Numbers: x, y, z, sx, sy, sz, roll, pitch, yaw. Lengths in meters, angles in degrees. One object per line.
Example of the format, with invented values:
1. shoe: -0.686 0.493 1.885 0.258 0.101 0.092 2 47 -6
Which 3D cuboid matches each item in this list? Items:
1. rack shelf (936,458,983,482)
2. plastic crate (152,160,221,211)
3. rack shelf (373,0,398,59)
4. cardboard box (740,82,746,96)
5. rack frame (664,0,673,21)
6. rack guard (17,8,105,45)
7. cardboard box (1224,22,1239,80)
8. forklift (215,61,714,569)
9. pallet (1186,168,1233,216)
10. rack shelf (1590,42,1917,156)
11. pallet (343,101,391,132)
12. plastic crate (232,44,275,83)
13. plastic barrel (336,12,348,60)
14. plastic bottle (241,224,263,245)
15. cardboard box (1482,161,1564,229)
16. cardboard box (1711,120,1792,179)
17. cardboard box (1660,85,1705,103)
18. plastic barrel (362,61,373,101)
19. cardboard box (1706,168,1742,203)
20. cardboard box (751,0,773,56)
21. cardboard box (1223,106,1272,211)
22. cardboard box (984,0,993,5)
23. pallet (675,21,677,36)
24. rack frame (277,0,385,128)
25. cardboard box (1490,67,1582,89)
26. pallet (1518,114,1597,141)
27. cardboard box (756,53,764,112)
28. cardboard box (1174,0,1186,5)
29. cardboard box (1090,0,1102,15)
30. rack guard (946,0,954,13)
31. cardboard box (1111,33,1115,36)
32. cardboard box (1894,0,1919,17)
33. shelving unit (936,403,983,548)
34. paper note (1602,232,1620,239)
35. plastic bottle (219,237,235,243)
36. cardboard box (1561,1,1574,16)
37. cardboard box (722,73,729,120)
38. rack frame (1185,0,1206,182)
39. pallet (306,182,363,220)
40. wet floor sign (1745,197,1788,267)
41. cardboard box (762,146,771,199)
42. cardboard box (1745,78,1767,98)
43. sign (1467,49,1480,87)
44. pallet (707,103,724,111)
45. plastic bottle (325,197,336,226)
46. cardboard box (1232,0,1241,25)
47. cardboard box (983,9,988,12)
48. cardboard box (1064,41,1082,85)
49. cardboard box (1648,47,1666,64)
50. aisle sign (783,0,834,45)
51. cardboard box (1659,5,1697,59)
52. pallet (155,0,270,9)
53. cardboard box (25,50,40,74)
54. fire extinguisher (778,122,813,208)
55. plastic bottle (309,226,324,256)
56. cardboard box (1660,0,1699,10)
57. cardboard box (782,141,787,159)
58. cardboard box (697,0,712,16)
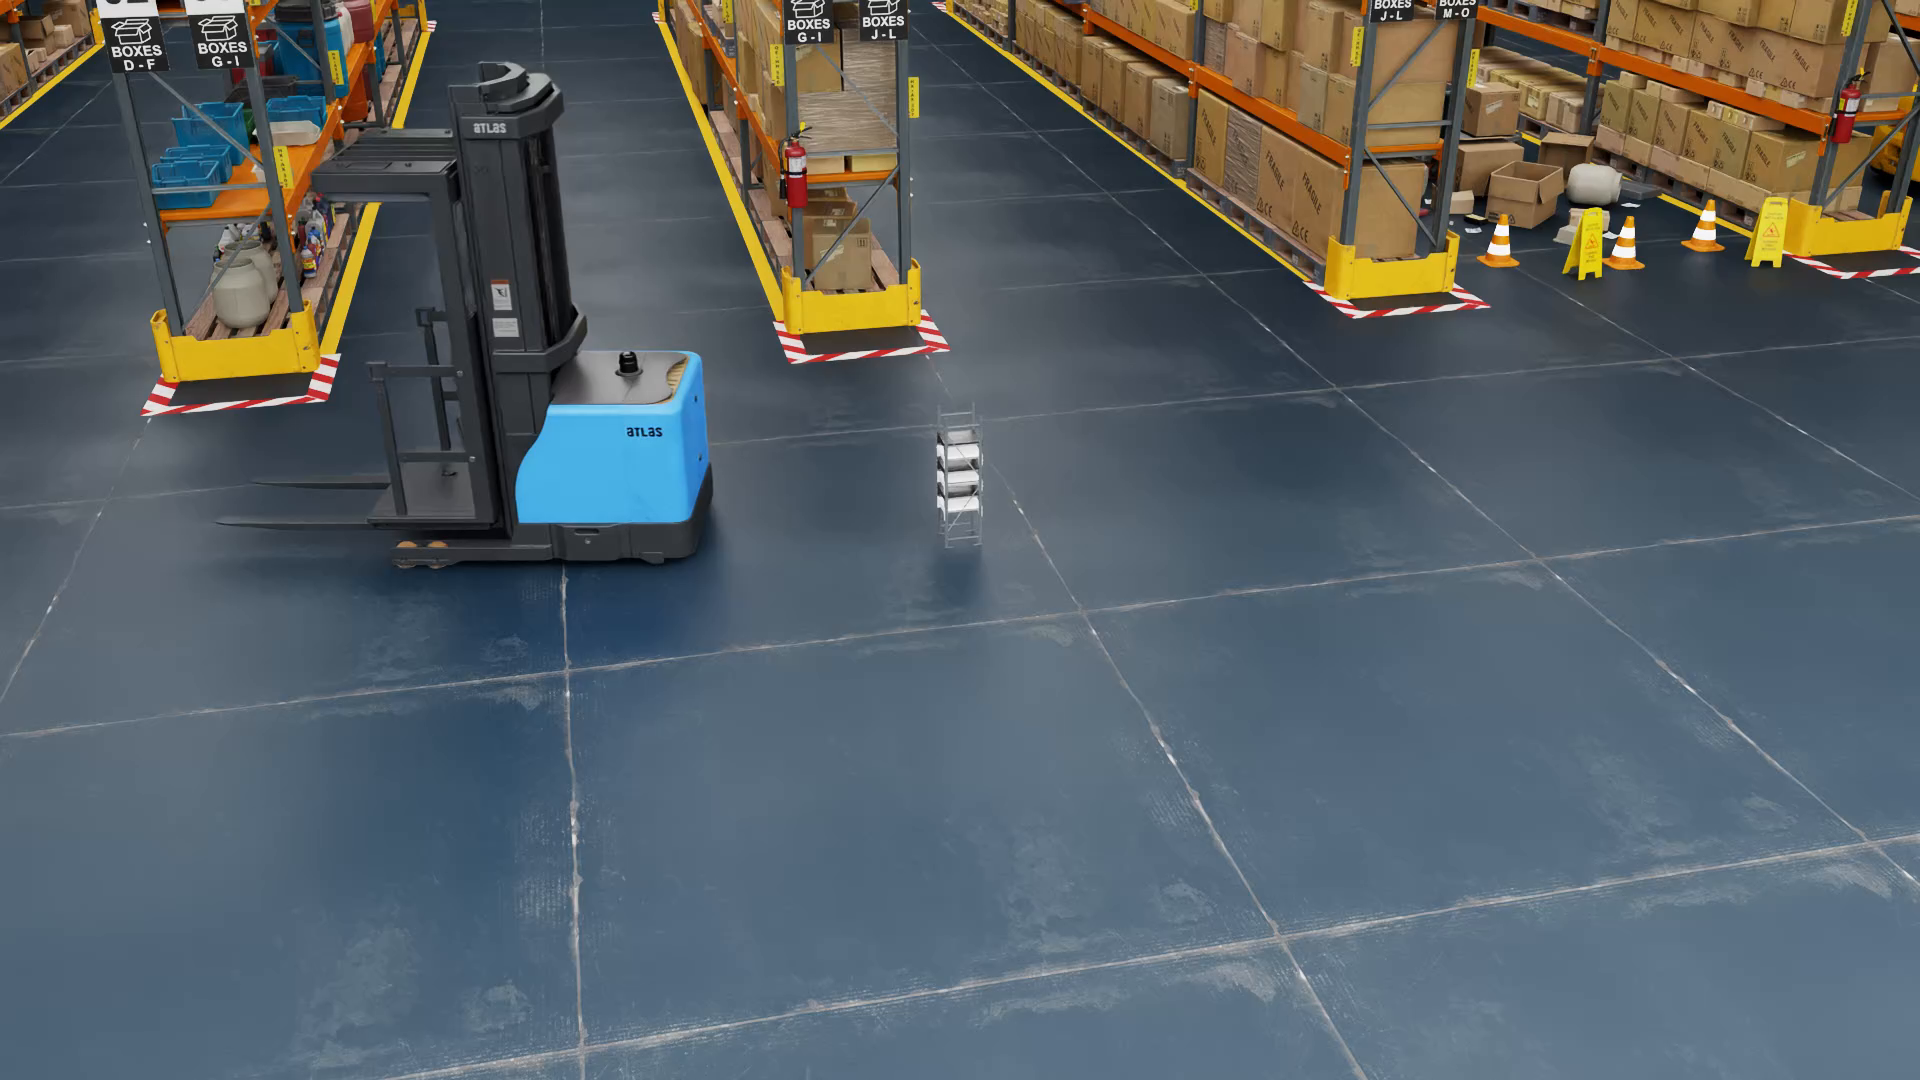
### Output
1. rack shelf: -0.002 -0.456 10.529 0.258 0.077 0.200 -6 27 -12
2. plastic crate: -6.148 -2.814 13.161 0.499 0.251 0.616 -6 27 -12
3. rack shelf: -7.997 -6.760 21.612 1.077 0.370 4.000 -6 27 -12
4. cardboard box: -2.020 -4.602 16.817 0.380 0.149 0.250 -6 27 -12
5. rack frame: -4.524 -10.218 27.665 1.000 3.000 0.127 -6 27 -12
6. rack guard: -14.159 -8.064 26.172 1.175 0.500 0.348 -6 27 -12
7. cardboard box: 3.277 -5.076 17.311 0.875 0.550 0.550 -6 27 -12
8. forklift: -3.178 -1.368 10.208 3.031 2.935 1.130 0 27 0
9. pallet: 3.131 -3.822 18.089 1.003 0.211 1.213 -6 27 -12
10. rack shelf: 8.286 -4.757 17.644 1.077 0.370 4.000 -6 27 -12
11. pallet: -7.765 -5.300 21.016 1.003 0.211 1.213 -6 27 -12
12. plastic crate: -7.052 -4.657 16.576 0.402 0.464 0.583 -6 27 -12
13. plastic barrel: -6.910 -5.462 18.091 0.433 0.535 0.433 0 27 0
14. plastic bottle: -6.590 -2.787 15.478 0.152 0.276 0.135 -6 27 -12
15. cardboard box: 5.875 -3.600 17.323 0.637 0.503 0.797 19 32 32
16. cardboard box: 8.182 -4.049 17.196 0.500 0.500 0.500 -5 27 -10
17. cardboard box: 7.856 -4.850 18.063 0.380 0.149 0.250 -4 27 -9
18. plastic barrel: -7.928 -6.022 21.563 0.600 0.588 0.708 -6 27 -12
19. cardboard box: 8.184 -3.716 17.368 0.500 0.250 0.500 -6 27 -11
20. cardboard box: -1.616 -4.693 15.168 0.500 0.500 0.500 -6 27 -12
21. cardboard box: 3.316 -3.969 17.177 0.875 0.875 0.875 -6 27 -11
22. cardboard box: 0.606 -8.679 26.654 0.380 0.149 0.250 -7 28 -14
23. pallet: -3.996 -8.095 26.554 1.003 0.211 1.213 -6 27 -12
24. rack frame: -7.546 -6.203 19.710 1.000 3.000 0.127 -6 27 -12
25. cardboard box: 7.391 -5.821 21.403 0.950 0.372 0.625 -5 27 -10
26. pallet: 7.659 -5.053 20.526 1.003 0.211 1.213 -6 27 -12
27. cardboard box: -1.417 -4.267 15.434 0.875 0.500 0.500 -6 27 -12
28. cardboard box: 2.800 -6.343 18.767 0.700 0.500 0.500 -6 27 -12
29. cardboard box: 1.972 -6.985 21.149 0.500 0.500 0.500 -6 27 -11
30. rack guard: 0.349 -9.528 29.072 1.175 0.500 0.348 -6 27 -12
31. cardboard box: 2.215 -6.899 22.565 0.500 0.250 0.500 -7 28 -14
32. cardboard box: 12.184 -6.810 21.079 0.500 0.250 0.500 -6 27 -12
33. shelving unit: -0.002 -0.405 10.554 0.258 0.900 0.210 -6 27 -12
34. paper note: 6.585 -3.087 16.833 0.148 0.019 0.142 -16 31 -29
35. plastic bottle: -6.646 -2.607 15.121 0.152 0.276 0.135 -7 28 -13
36. cardboard box: 7.409 -6.347 19.808 0.380 0.149 0.250 -7 28 -13
37. cardboard box: -2.550 -5.494 20.592 0.700 0.500 0.500 -7 28 -14
38. rack frame: 3.036 -5.409 18.137 1.000 3.000 0.127 -6 27 -12
39. pallet: -6.860 -3.543 17.535 1.003 0.211 1.213 -6 27 -12
40. wet floor sign: 7.737 -2.957 15.892 0.267 0.644 0.232 3 27 6
41. cardboard box: -1.768 -3.842 17.340 0.500 0.500 0.500 -7 28 -13
42. cardboard box: 8.155 -4.555 16.724 0.380 0.149 0.250 -5 27 -11
43. sign: 4.479 -4.129 14.552 0.100 0.325 0.005 -6 27 -12
44. pallet: -2.825 -5.815 22.036 1.003 0.211 1.213 -6 27 -12
45. plastic bottle: -6.215 -3.253 16.392 0.061 0.283 0.133 -5 27 -9
46. cardboard box: 3.323 -5.563 17.078 0.875 0.550 0.550 -6 27 -12
47. cardboard box: 0.586 -8.549 27.056 0.380 0.149 0.250 -5 27 -11
48. cardboard box: 1.731 -6.499 22.605 0.500 0.500 0.500 -6 27 -12
49. cardboard box: 7.813 -5.342 18.283 0.380 0.149 0.250 -5 27 -10
50. aisle sign: -1.196 -4.297 13.048 0.394 0.787 0.004 -6 27 -12
51. cardboard box: 7.900 -5.472 17.822 0.500 0.500 0.500 -6 27 -12
52. pallet: -5.835 -4.319 12.858 1.003 0.211 1.213 -6 27 -12
53. cardboard box: -13.158 -6.660 23.111 0.500 0.311 0.500 -6 27 -12
54. fire extinguisher: -1.341 -3.062 13.574 0.296 0.674 0.183 -6 27 -12
55. plastic bottle: -5.994 -2.780 15.469 0.097 0.271 0.097 0 27 0
56. cardboard box: 7.904 -5.915 17.589 0.700 0.500 0.500 -7 28 -13
57. cardboard box: -1.346 -3.400 14.436 0.380 0.149 0.250 -6 27 -12
58. cardboard box: -3.073 -6.942 21.063 0.500 0.500 0.500 -5 27 -10
